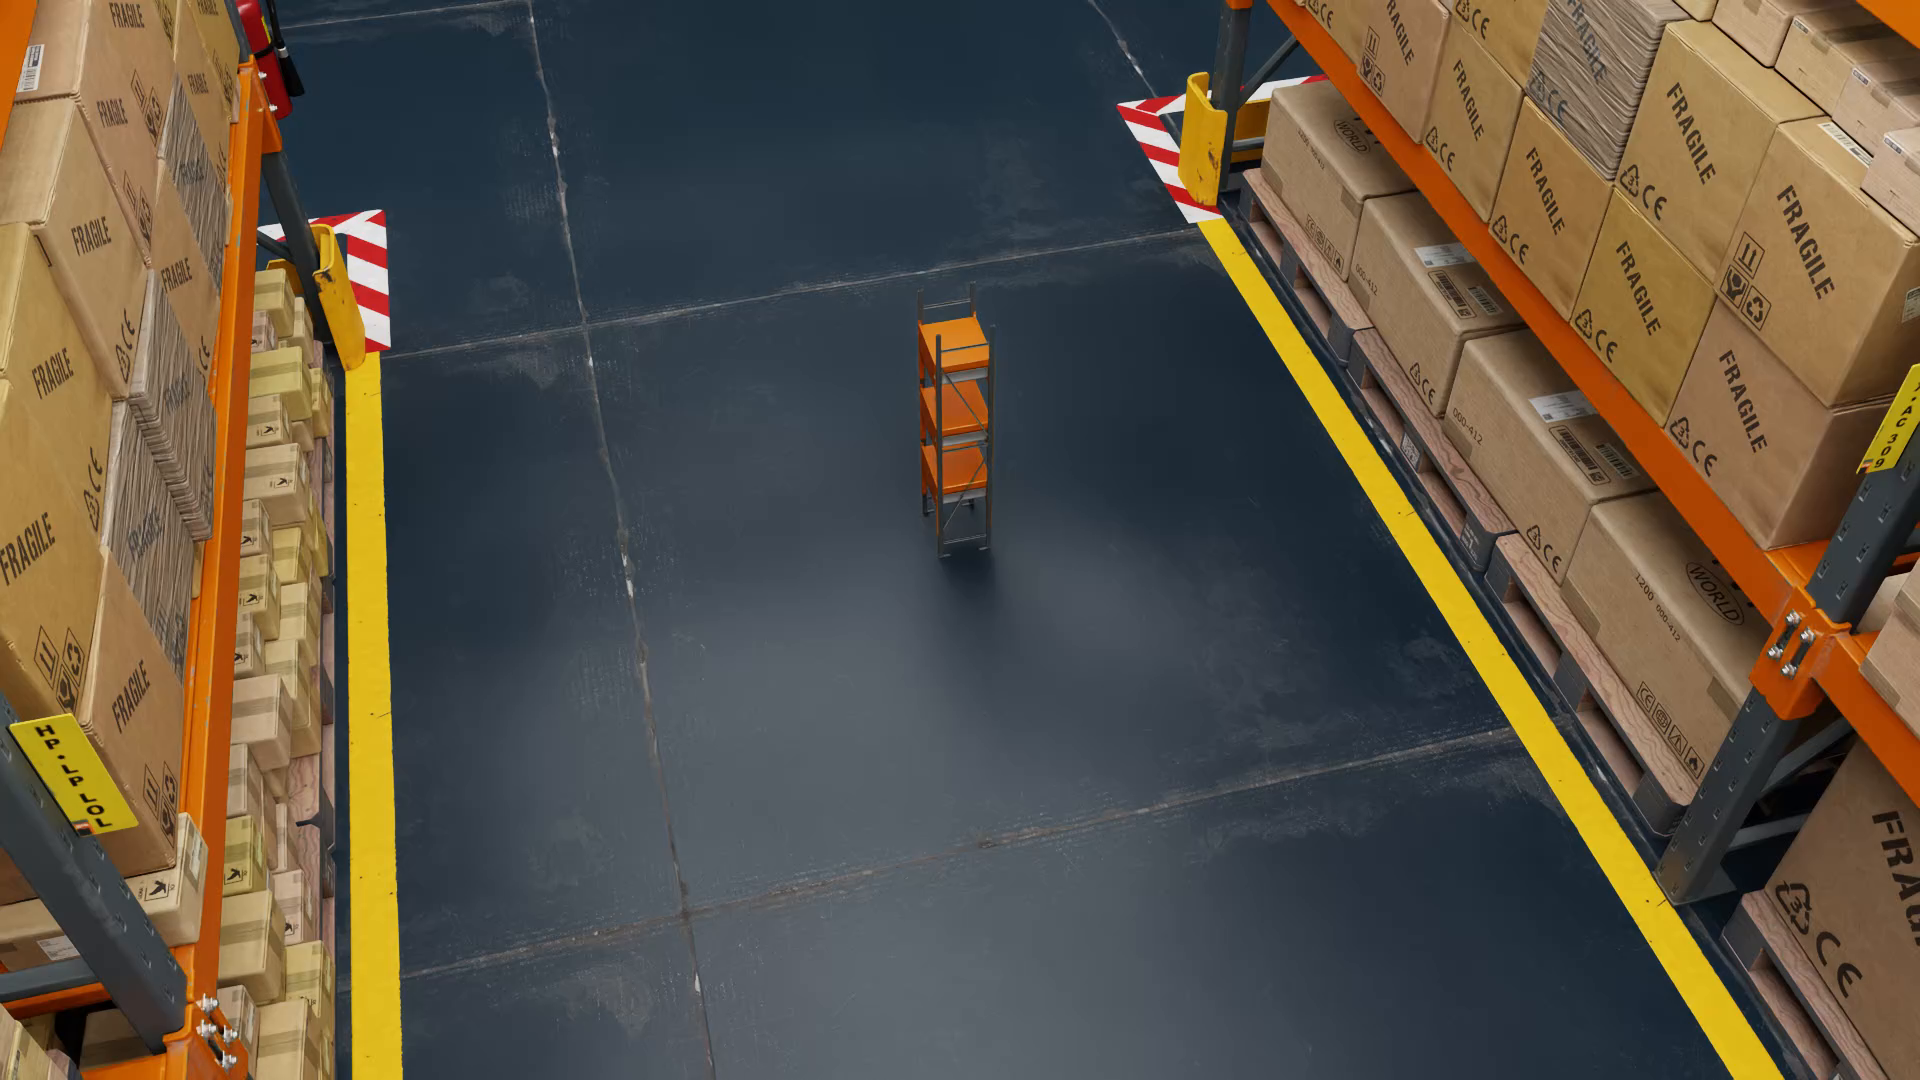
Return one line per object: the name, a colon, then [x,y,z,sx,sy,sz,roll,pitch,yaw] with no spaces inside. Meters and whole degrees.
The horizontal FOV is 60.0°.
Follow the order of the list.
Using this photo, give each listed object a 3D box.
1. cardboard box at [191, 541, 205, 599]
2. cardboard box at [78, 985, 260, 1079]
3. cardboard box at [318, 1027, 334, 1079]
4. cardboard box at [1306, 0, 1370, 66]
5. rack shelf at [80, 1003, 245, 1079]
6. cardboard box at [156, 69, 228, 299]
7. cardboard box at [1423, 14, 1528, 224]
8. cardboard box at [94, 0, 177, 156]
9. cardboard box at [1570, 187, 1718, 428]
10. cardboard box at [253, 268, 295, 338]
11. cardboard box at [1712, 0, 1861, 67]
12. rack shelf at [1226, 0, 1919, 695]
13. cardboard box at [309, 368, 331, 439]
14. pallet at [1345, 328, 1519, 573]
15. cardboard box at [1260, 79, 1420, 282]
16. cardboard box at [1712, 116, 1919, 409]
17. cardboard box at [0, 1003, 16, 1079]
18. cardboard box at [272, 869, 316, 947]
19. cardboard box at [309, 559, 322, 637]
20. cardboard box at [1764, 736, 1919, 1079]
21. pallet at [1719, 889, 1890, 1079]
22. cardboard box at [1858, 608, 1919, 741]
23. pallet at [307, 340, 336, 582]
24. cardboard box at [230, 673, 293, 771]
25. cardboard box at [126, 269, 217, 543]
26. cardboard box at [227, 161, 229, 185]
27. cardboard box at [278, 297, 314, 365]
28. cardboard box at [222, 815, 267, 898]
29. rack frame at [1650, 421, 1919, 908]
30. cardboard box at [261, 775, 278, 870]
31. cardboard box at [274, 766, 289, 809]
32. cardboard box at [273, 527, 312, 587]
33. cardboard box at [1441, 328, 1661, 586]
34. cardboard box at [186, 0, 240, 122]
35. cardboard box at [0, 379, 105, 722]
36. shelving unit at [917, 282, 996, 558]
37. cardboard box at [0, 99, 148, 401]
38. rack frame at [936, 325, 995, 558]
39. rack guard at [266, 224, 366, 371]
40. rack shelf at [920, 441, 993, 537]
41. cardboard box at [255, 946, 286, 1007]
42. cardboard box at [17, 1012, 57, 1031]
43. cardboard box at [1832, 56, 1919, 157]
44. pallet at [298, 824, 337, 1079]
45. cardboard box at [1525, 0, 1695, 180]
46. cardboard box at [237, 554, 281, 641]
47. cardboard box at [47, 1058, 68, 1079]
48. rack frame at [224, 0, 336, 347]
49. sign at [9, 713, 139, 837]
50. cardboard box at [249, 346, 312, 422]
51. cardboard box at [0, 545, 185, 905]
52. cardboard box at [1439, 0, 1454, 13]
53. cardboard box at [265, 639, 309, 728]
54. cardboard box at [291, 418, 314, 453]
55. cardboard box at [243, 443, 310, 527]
cardboard box: [-2.170,0.046,4.281,0.380,0.149,0.250,-10,46,-10]
cardboard box: [-1.980,1.294,4.167,0.380,0.149,0.250,-9,46,-9]
cardboard box: [-1.875,1.468,4.413,0.380,0.149,0.250,-13,47,-12]
cardboard box: [1.645,-2.116,6.154,0.500,0.500,0.500,-11,47,-11]
rack shelf: [-1.580,2.560,2.145,1.077,0.370,4.000,-11,47,-10]
cardboard box: [-2.486,-1.005,4.857,0.500,0.500,0.500,-11,47,-10]
cardboard box: [1.902,-1.419,5.470,0.500,0.500,0.500,-9,46,-9]
cardboard box: [-2.487,-1.346,4.490,0.500,0.500,0.500,-9,46,-8]
cardboard box: [2.164,-0.710,4.776,0.500,0.500,0.500,-12,47,-11]
cardboard box: [-2.735,-0.873,6.290,0.380,0.149,0.250,-10,46,-10]
cardboard box: [2.182,-1.361,4.260,0.380,0.149,0.250,-11,47,-11]
rack shelf: [2.155,-1.177,5.807,1.077,0.370,4.000,-11,47,-10]
cardboard box: [-2.616,-0.499,6.341,0.380,0.149,0.250,-9,46,-9]
pallet: [2.232,-0.455,6.548,1.003,0.211,1.213,-11,47,-10]
cardboard box: [1.909,-1.622,7.239,0.875,0.438,0.875,-12,47,-12]
cardboard box: [2.280,-0.708,4.073,0.500,0.500,0.500,-11,47,-11]
cardboard box: [-1.800,0.901,2.732,0.380,0.149,0.250,-9,46,-8]
cardboard box: [-2.057,1.122,4.752,0.380,0.149,0.250,-11,47,-11]
cardboard box: [-2.379,0.224,5.632,0.380,0.149,0.250,-10,46,-10]
cardboard box: [2.903,0.963,4.400,0.875,0.875,0.875,-9,46,-9]
pallet: [2.938,1.447,4.684,1.003,0.211,1.213,-11,47,-10]
cardboard box: [2.525,0.357,3.905,0.500,0.250,0.500,-12,47,-11]
pallet: [-2.923,-0.239,6.336,1.003,0.211,1.213,-11,47,-10]
cardboard box: [-2.180,0.561,4.886,0.380,0.149,0.250,-10,46,-9]
cardboard box: [-2.203,-0.295,4.160,0.500,0.500,0.500,-12,47,-11]
cardboard box: [-2.653,-1.224,5.525,0.380,0.149,0.250,-11,47,-11]
cardboard box: [-2.705,-0.775,6.403,0.380,0.149,0.250,-12,47,-11]
cardboard box: [-2.105,0.928,4.526,0.380,0.149,0.250,-11,47,-11]
rack frame: [2.667,-0.048,4.196,1.000,3.000,0.127,-11,47,-10]
cardboard box: [-2.190,0.858,4.802,0.380,0.149,0.250,-13,47,-12]
cardboard box: [-2.272,0.777,5.091,0.380,0.149,0.250,-13,47,-12]
cardboard box: [-2.377,0.119,5.527,0.380,0.149,0.250,-9,46,-8]
cardboard box: [2.381,-0.369,6.011,0.875,0.438,0.875,-12,47,-11]
cardboard box: [-2.752,-1.710,5.548,0.500,0.500,0.500,-10,46,-9]
cardboard box: [-1.972,0.082,3.091,0.500,0.500,0.500,-10,46,-9]
shelving unit: [-0.014,-0.404,5.911,0.215,1.050,0.252,-11,47,-10]
cardboard box: [-2.218,-0.627,3.785,0.500,0.500,0.500,-10,46,-10]
rack frame: [0.018,-0.320,5.829,0.200,1.050,0.008,-11,47,-10]
rack guard: [-3.096,-0.907,6.789,1.175,0.500,0.348,-11,47,-10]
rack shelf: [-0.014,-0.202,6.117,0.215,0.259,0.240,-11,47,-10]
cardboard box: [-2.027,1.207,4.461,0.380,0.149,0.250,-10,46,-10]
cardboard box: [-2.538,1.203,4.257,0.380,0.149,0.250,-10,46,-10]
cardboard box: [2.318,-1.016,3.921,0.380,0.149,0.250,-10,46,-9]
pallet: [-2.298,1.446,4.685,1.003,0.211,1.213,-11,47,-10]
cardboard box: [2.018,-1.409,4.761,0.500,0.500,0.500,-10,46,-10]
cardboard box: [-2.355,0.211,5.229,0.380,0.149,0.250,-10,47,-10]
cardboard box: [-1.799,1.106,2.948,0.380,0.149,0.250,-12,47,-11]
rack frame: [-3.116,-1.834,5.947,1.000,3.000,0.127,-11,47,-10]
sign: [-1.556,0.418,2.929,0.100,0.325,0.005,-11,47,-10]
cardboard box: [-2.537,-0.533,5.958,0.380,0.149,0.250,-12,47,-11]
cardboard box: [-1.975,0.400,3.479,0.500,0.500,0.500,-11,47,-11]
cardboard box: [1.769,-2.101,5.439,0.500,0.500,0.500,-11,47,-11]
cardboard box: [-2.241,0.478,5.175,0.380,0.149,0.250,-11,47,-11]
cardboard box: [-2.570,-0.417,6.052,0.380,0.149,0.250,-12,47,-12]
cardboard box: [-2.410,-0.167,5.599,0.380,0.149,0.250,-9,46,-9]
